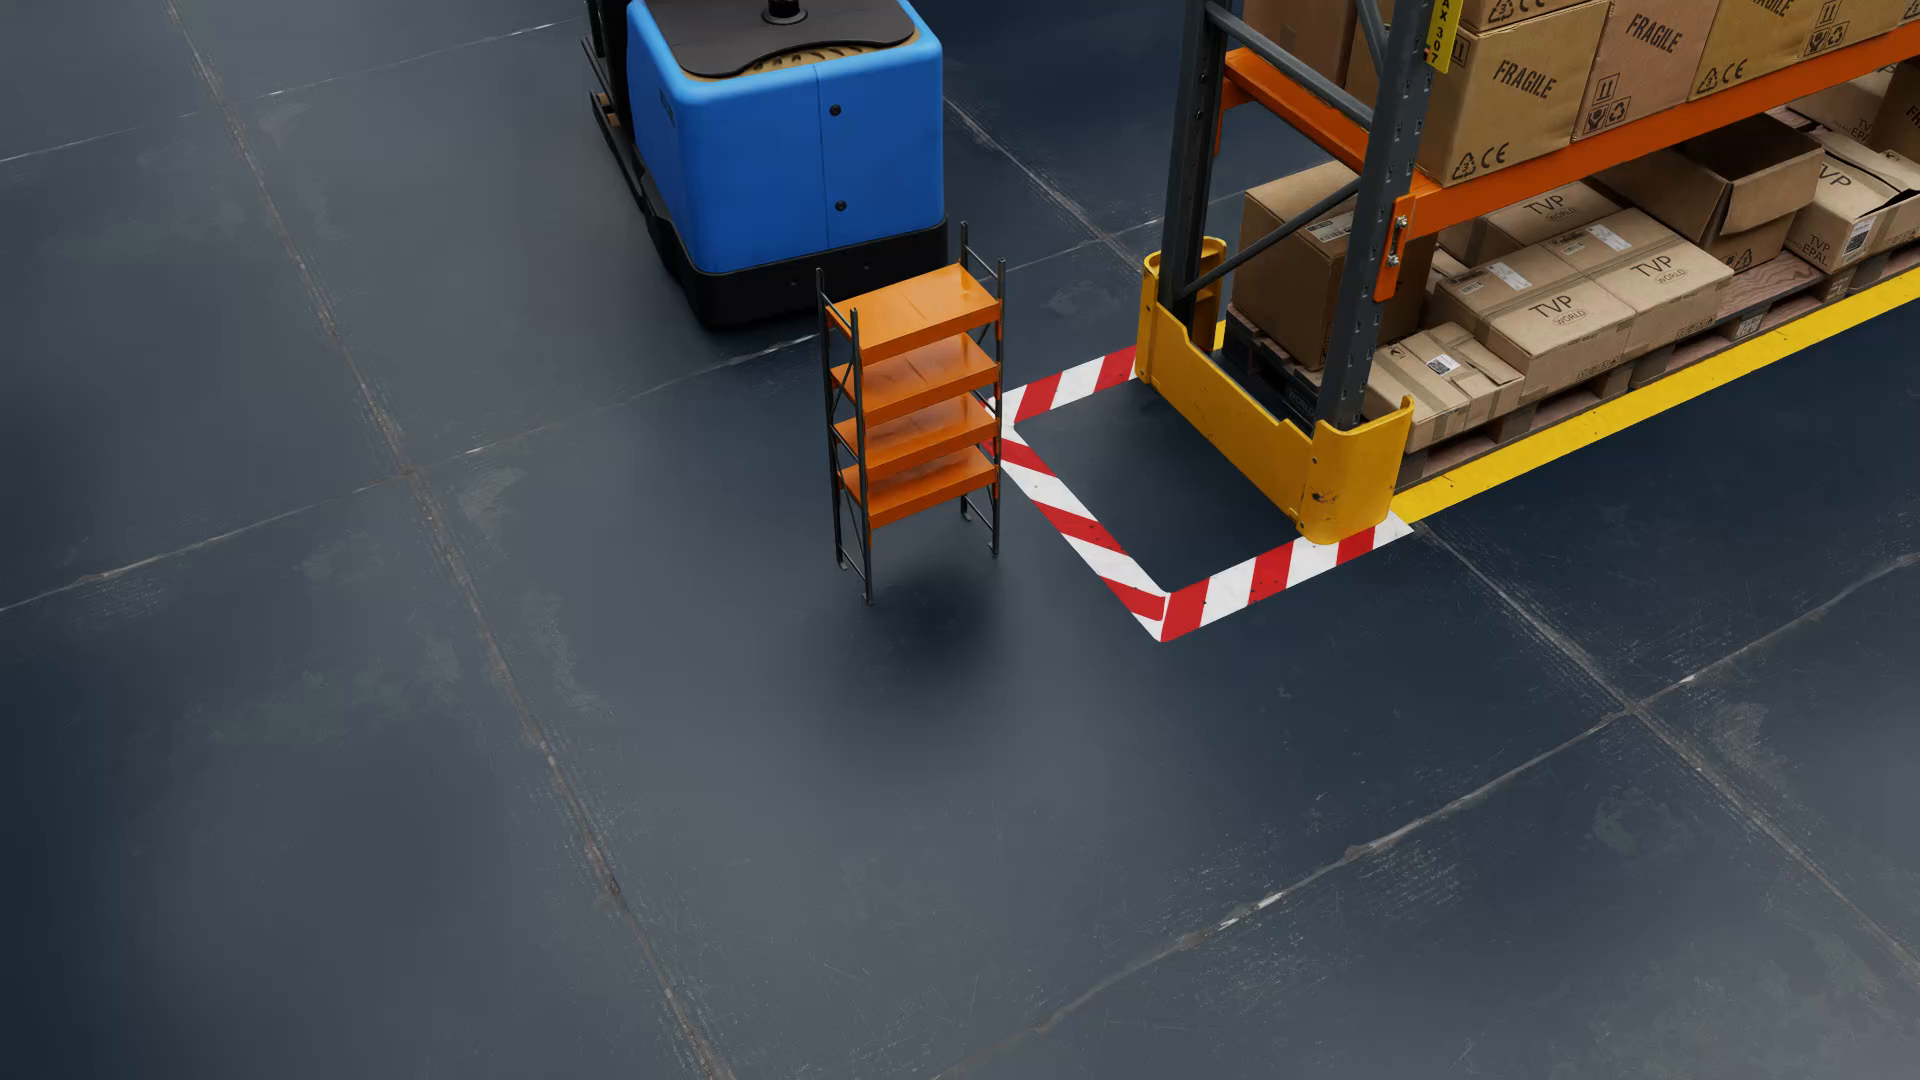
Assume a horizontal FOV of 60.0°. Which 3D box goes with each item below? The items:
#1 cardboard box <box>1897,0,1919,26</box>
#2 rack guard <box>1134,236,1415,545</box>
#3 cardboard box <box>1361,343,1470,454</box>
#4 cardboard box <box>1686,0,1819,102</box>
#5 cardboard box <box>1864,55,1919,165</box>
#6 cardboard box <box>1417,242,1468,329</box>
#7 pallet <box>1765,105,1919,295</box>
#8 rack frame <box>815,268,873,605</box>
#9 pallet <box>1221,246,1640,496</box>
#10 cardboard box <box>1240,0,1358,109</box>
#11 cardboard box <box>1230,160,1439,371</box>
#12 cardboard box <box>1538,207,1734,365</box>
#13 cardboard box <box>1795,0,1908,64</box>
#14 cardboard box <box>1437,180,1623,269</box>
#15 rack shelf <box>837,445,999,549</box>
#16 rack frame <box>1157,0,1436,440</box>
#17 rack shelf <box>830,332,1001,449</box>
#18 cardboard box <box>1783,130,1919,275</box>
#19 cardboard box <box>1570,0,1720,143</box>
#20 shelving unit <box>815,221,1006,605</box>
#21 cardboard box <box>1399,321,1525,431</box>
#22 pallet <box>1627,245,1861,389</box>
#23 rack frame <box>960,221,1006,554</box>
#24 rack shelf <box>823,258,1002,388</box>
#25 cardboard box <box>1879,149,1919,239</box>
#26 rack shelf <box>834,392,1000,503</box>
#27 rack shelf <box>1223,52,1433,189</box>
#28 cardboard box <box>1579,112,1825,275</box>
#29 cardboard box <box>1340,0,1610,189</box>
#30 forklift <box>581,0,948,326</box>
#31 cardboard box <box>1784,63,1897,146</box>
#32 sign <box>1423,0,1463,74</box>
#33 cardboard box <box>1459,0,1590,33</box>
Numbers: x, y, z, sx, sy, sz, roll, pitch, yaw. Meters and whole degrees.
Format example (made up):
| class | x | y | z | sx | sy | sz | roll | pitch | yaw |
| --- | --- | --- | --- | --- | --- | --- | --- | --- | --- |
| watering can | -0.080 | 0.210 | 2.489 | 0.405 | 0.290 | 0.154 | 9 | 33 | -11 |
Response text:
| class | x | y | z | sx | sy | sz | roll | pitch | yaw |
| --- | --- | --- | --- | --- | --- | --- | --- | --- | --- |
| cardboard box | 3.296 | -2.164 | 5.754 | 0.500 | 0.500 | 0.500 | -21 | 48 | -20 |
| rack guard | 1.089 | -0.557 | 5.965 | 0.348 | 0.500 | 1.175 | -22 | 48 | -21 |
| cardboard box | 1.558 | -0.500 | 5.843 | 0.250 | 0.149 | 0.380 | -22 | 48 | -21 |
| cardboard box | 2.421 | -1.813 | 5.392 | 0.500 | 0.500 | 0.500 | -22 | 48 | -21 |
| cardboard box | 4.139 | -1.707 | 6.834 | 0.500 | 0.500 | 0.500 | -22 | 48 | -21 |
| cardboard box | 1.768 | -0.992 | 6.337 | 0.250 | 0.166 | 0.380 | -22 | 48 | -21 |
| pallet | 3.896 | -1.577 | 7.223 | 1.213 | 0.211 | 1.003 | -22 | 48 | -21 |
| rack frame | -0.355 | -0.288 | 5.186 | 0.015 | 1.200 | 0.240 | -22 | 48 | -21 |
| pallet | 1.780 | -0.730 | 6.351 | 1.213 | 0.211 | 1.003 | -22 | 48 | -21 |
| cardboard box | 1.276 | -1.783 | 5.362 | 0.500 | 0.500 | 0.500 | -20 | 48 | -20 |
| cardboard box | 1.372 | -1.026 | 6.132 | 0.500 | 0.500 | 0.500 | -22 | 48 | -21 |
| cardboard box | 2.503 | -0.963 | 6.247 | 0.500 | 0.250 | 0.500 | -22 | 48 | -21 |
| cardboard box | 2.855 | -1.985 | 5.570 | 0.500 | 0.500 | 0.500 | -21 | 48 | -20 |
| cardboard box | 2.211 | -1.248 | 6.540 | 0.500 | 0.250 | 0.500 | -22 | 48 | -21 |
| rack shelf | -0.144 | -0.182 | 5.458 | 0.480 | 0.148 | 0.258 | -22 | 48 | -21 |
| rack frame | 1.024 | -1.428 | 5.067 | 0.127 | 3.000 | 1.000 | -22 | 48 | -21 |
| rack shelf | -0.144 | -0.485 | 5.164 | 0.480 | 0.148 | 0.258 | -22 | 48 | -21 |
| cardboard box | 3.489 | -1.379 | 6.632 | 0.500 | 0.311 | 0.500 | -22 | 48 | -21 |
| cardboard box | 1.984 | -1.640 | 5.215 | 0.500 | 0.500 | 0.500 | -22 | 48 | -21 |
| shelving unit | -0.144 | -0.373 | 5.273 | 0.503 | 1.200 | 0.258 | -22 | 48 | -21 |
| cardboard box | 1.775 | -0.593 | 5.926 | 0.250 | 0.166 | 0.380 | -22 | 48 | -21 |
| pallet | 2.837 | -1.151 | 6.784 | 1.213 | 0.211 | 1.003 | -22 | 48 | -21 |
| rack frame | 0.068 | -0.458 | 5.360 | 0.015 | 1.200 | 0.240 | -22 | 48 | -21 |
| rack shelf | -0.144 | -0.655 | 4.999 | 0.480 | 0.148 | 0.258 | -22 | 48 | -21 |
| cardboard box | 3.844 | -1.415 | 6.785 | 0.250 | 0.149 | 0.380 | -22 | 48 | -21 |
| rack shelf | -0.144 | -0.325 | 5.320 | 0.480 | 0.148 | 0.258 | -22 | 48 | -21 |
| rack shelf | 2.758 | -1.933 | 5.965 | 3.809 | 0.124 | 0.919 | -22 | 48 | -21 |
| cardboard box | 2.865 | -1.422 | 6.539 | 0.637 | 0.503 | 0.797 | -22 | 48 | -21 |
| cardboard box | 1.540 | -1.458 | 5.027 | 0.500 | 0.500 | 0.500 | -21 | 48 | -20 |
| forklift | -1.059 | -2.930 | 6.664 | 1.130 | 2.935 | 3.031 | -15 | 46 | -15 |
| cardboard box | 4.020 | -1.993 | 7.265 | 0.500 | 0.311 | 0.500 | -22 | 48 | -21 |
| sign | 1.294 | -1.411 | 4.428 | 0.005 | 0.325 | 0.100 | -22 | 48 | -21 |
| cardboard box | 1.540 | -1.817 | 4.679 | 0.500 | 0.500 | 0.500 | -20 | 48 | -20 |
